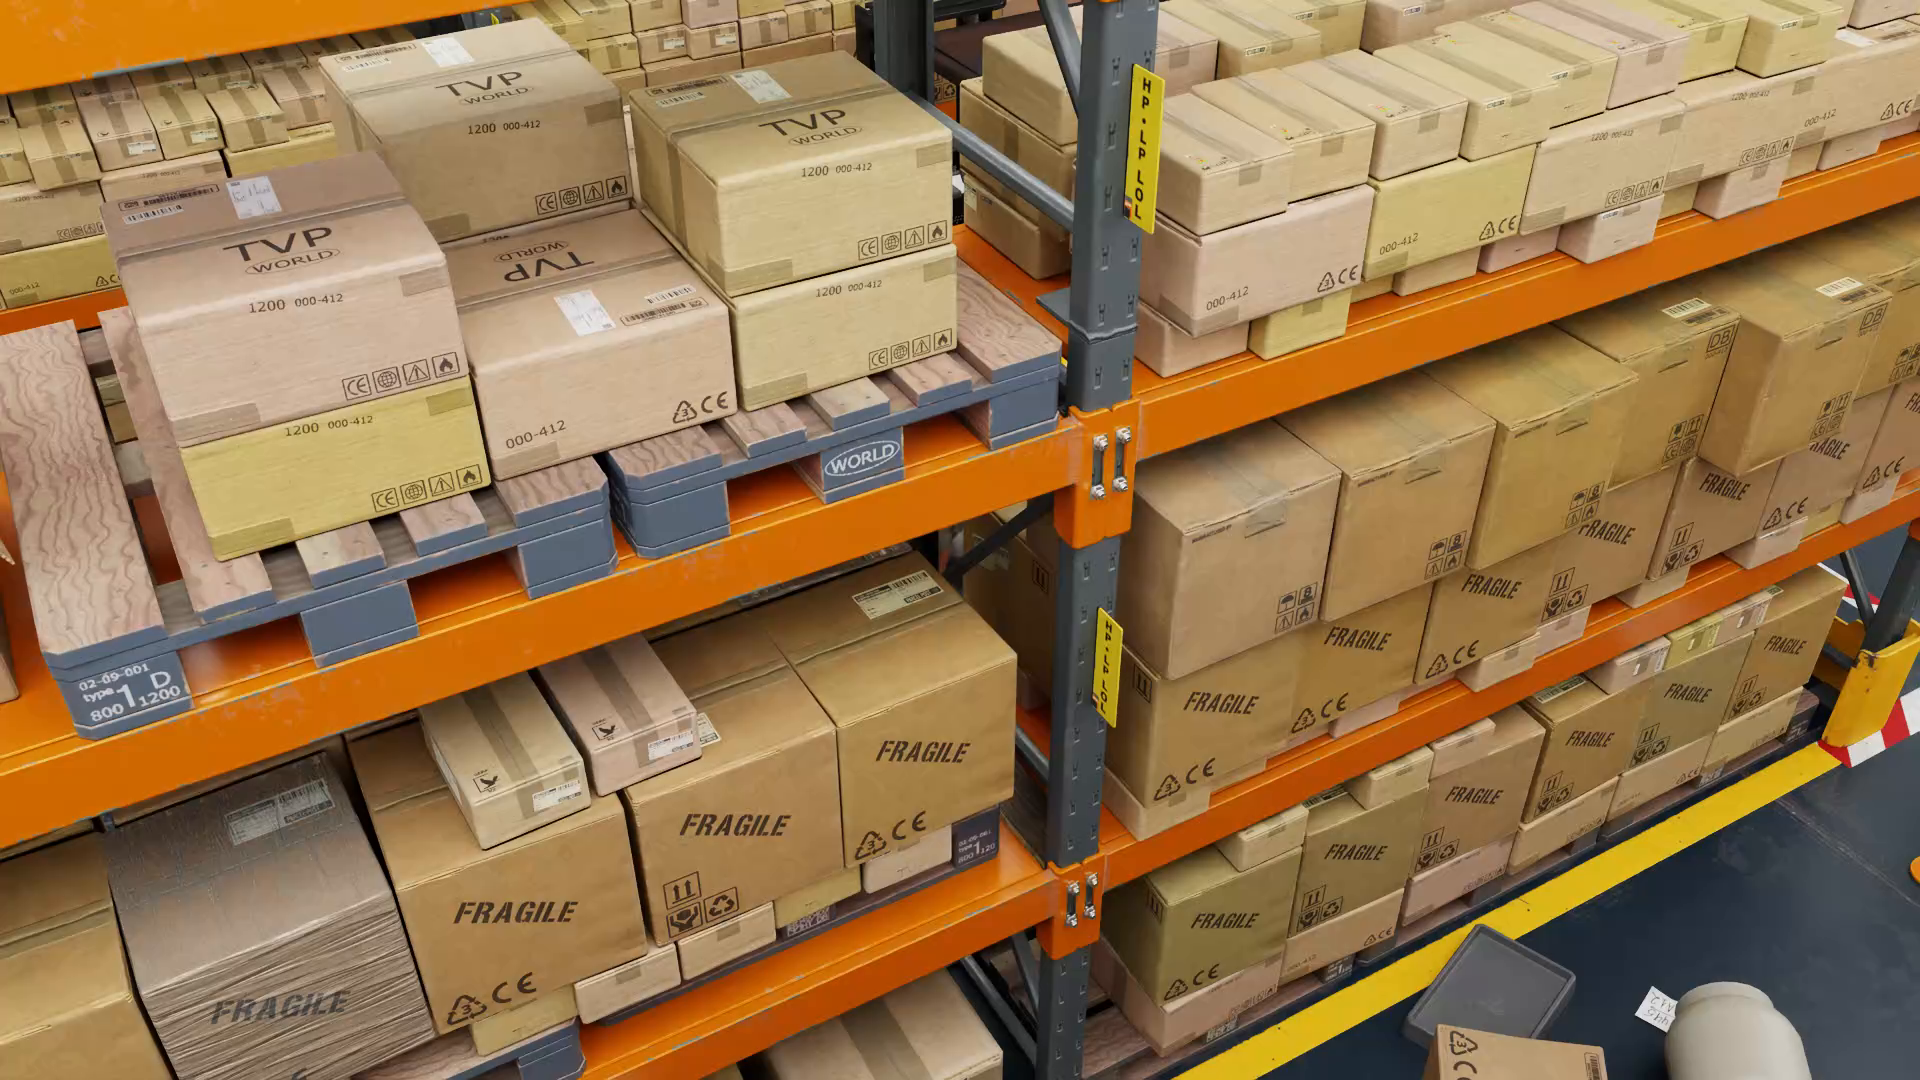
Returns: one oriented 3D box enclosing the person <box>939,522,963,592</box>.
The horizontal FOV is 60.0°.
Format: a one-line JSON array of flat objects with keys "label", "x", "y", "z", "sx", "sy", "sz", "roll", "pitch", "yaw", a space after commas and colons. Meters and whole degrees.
[{"label": "person", "x": -0.001, "y": 0.094, "z": 6.814, "sx": 0.491, "sy": 1.333, "sz": 0.667, "roll": -28, "pitch": 45, "yaw": -32}]
